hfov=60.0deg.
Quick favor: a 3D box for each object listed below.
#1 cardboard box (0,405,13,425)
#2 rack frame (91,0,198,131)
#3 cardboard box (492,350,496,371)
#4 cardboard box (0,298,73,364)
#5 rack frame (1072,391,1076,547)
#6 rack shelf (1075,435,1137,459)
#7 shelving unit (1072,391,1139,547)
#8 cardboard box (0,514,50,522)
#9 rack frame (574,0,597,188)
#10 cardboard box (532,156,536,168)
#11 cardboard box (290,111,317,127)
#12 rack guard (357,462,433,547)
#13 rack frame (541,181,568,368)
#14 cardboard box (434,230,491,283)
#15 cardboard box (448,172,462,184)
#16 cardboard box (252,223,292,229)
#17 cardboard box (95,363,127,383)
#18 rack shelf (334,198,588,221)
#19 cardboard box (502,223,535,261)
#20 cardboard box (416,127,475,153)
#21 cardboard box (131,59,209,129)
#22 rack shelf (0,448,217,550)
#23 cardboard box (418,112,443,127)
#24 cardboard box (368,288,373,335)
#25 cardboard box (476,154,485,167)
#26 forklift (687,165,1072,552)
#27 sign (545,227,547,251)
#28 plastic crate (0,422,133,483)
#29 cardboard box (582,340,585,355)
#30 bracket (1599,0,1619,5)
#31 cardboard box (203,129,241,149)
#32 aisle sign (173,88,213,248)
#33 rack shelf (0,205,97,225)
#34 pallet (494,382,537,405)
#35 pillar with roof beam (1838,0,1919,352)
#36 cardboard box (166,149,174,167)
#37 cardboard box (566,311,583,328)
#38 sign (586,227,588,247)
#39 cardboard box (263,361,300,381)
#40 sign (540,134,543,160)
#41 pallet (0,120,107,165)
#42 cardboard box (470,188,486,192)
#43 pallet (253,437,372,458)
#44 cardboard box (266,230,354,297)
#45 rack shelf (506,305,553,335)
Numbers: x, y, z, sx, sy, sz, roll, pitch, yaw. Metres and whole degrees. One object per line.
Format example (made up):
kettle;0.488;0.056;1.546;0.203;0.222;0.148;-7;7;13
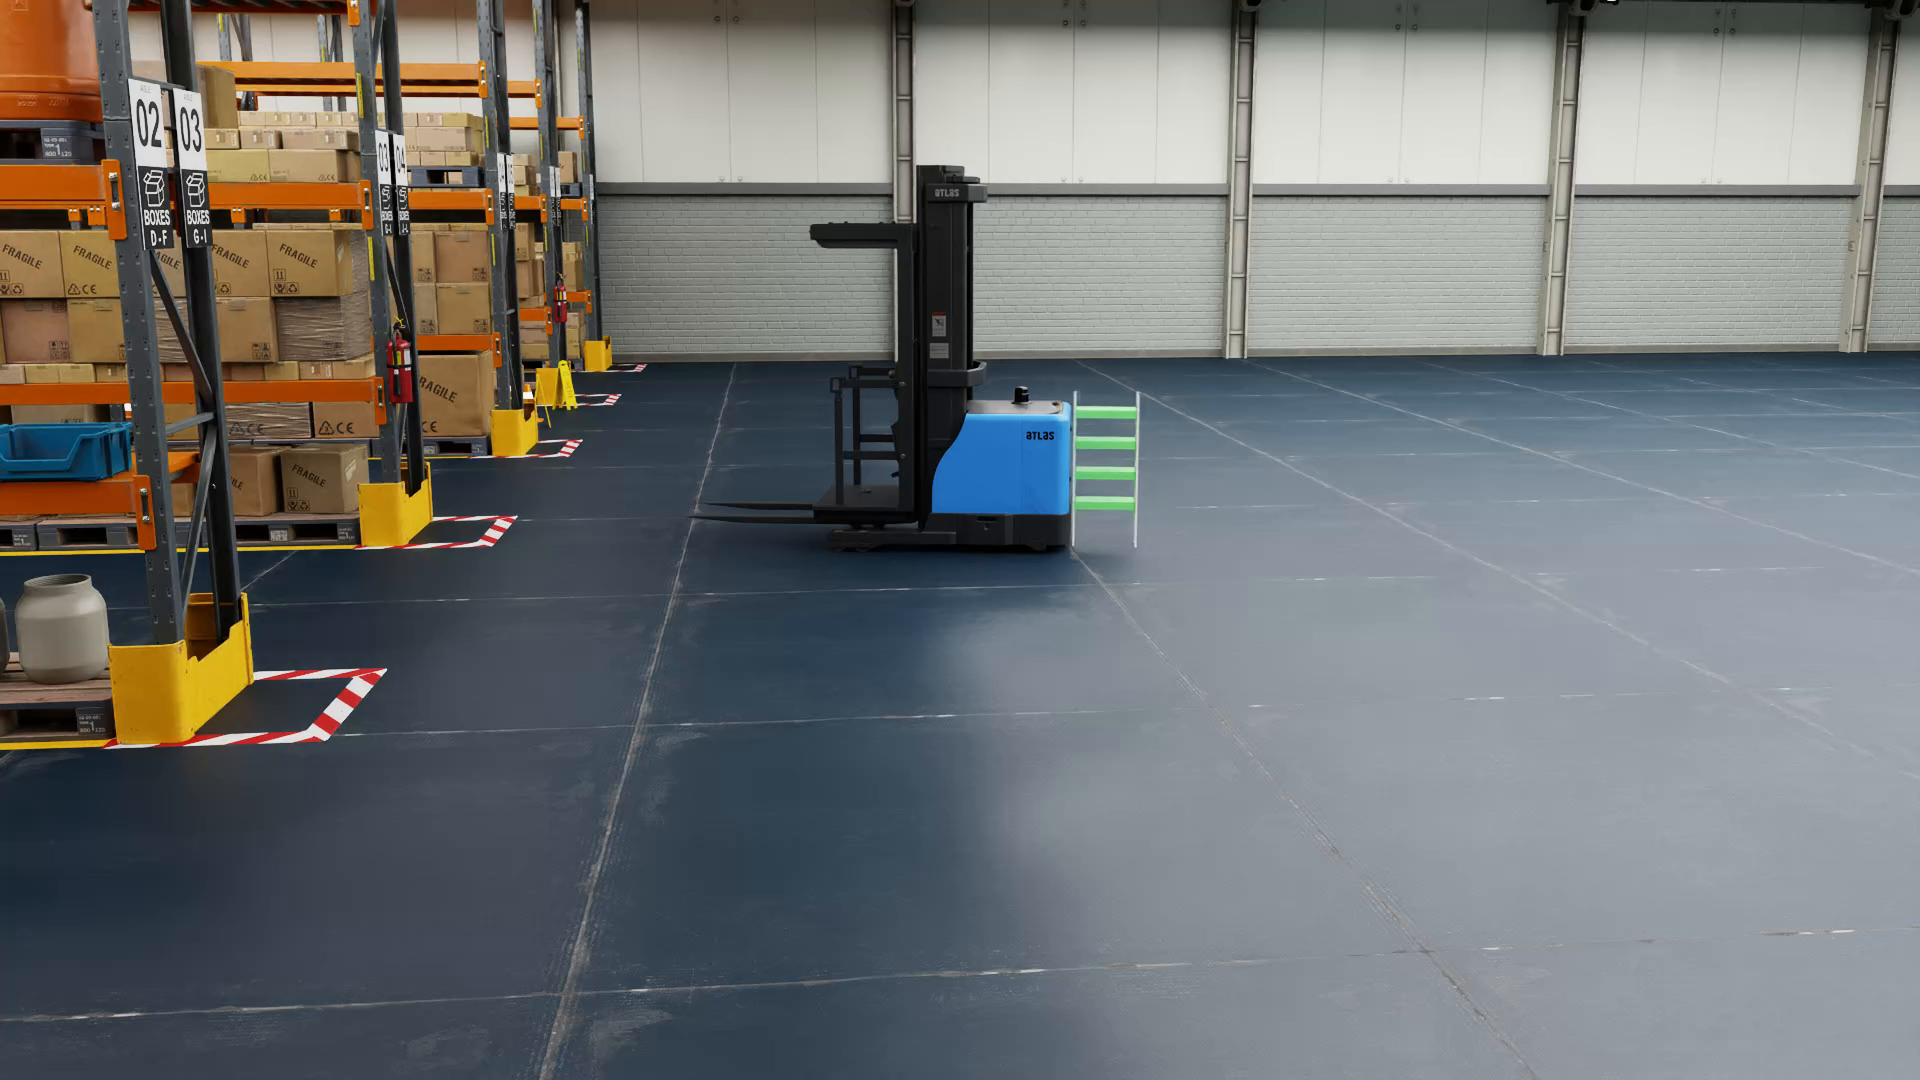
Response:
cardboard box;-10.519;-1.457;17.745;0.750;0.750;1.050;-1;11;-6
rack frame;-4.005;-3.528;7.985;0.127;3.000;1.000;-1;11;-6
cardboard box;-6.378;-2.593;22.875;0.500;0.500;0.500;-1;11;-6
cardboard box;-7.075;-1.677;13.090;0.500;0.500;0.875;-1;11;-6
rack frame;0.900;-0.560;13.107;0.015;1.200;0.240;1;11;4
rack shelf;1.143;-0.729;13.055;0.480;0.148;0.258;1;11;4
shelving unit;1.143;-0.557;13.089;0.503;1.200;0.258;1;11;4
cardboard box;-7.546;-0.444;13.243;0.500;0.500;0.500;2;11;12
rack frame;-6.150;-7.330;27.325;0.127;3.000;1.000;-1;11;-6
cardboard box;-5.985;-5.206;22.881;0.250;0.149;0.380;-1;11;-6
cardboard box;-6.790;-4.378;17.323;0.250;0.149;0.380;-1;11;-6
rack guard;-4.616;-0.306;13.628;0.348;0.500;1.175;-1;11;-6
rack frame;-5.610;-3.434;23.062;0.127;3.000;1.000;-1;11;-6
cardboard box;-5.348;-3.090;18.124;0.550;0.550;0.875;-1;11;-6
cardboard box;-6.592;-4.909;22.402;0.500;0.250;0.500;-1;11;-7
cardboard box;-9.126;-4.004;22.338;0.500;0.500;0.700;-1;11;-7
cardboard box;-6.537;-1.322;12.967;0.250;0.149;0.380;-1;11;-6
rack shelf;-8.138;-5.463;27.472;4.000;0.370;1.077;-1;11;-6
cardboard box;-6.094;-4.068;22.660;0.500;0.500;0.700;-1;11;-7
cardboard box;-5.432;-4.223;17.566;0.500;0.250;0.500;-1;11;-5
cardboard box;-6.054;-3.365;12.608;0.500;0.500;0.500;-1;11;-6
rack shelf;-5.993;-0.189;8.421;4.000;0.370;1.077;-1;11;-6
cardboard box;-5.522;-4.405;17.460;0.250;0.149;0.380;-1;11;-6
cardboard box;-6.454;-2.541;18.130;0.550;0.550;0.875;-1;11;-6
cardboard box;-5.351;-4.145;18.205;0.250;0.149;0.380;-1;11;-6
forklift;-0.629;-1.448;13.133;3.031;2.935;1.130;1;11;4
sign;-5.570;-4.051;22.376;0.005;0.325;0.100;-1;11;-6
plastic crate;-4.470;-0.443;8.233;0.616;0.251;0.499;-1;11;-6
cardboard box;-6.659;-3.270;28.267;0.500;0.250;0.500;-1;11;-6
bracket;11.406;-9.570;29.388;0.430;0.232;0.235;-1;11;-6
cardboard box;-5.561;-3.043;12.649;0.250;0.149;0.380;-1;11;-6
aisle sign;-3.965;-1.917;8.606;0.004;0.787;0.394;-1;11;-6
rack shelf;-10.940;-3.481;17.388;4.000;0.370;1.077;-1;11;-6
pallet;-6.497;-2.054;23.271;1.213;0.211;1.003;-1;11;-6
pillar with roof beam;17.385;-7.163;26.474;0.548;9.000;9.100;-1;11;-6
cardboard box;-5.998;-2.853;12.719;0.500;0.250;0.500;-1;11;-5
cardboard box;-6.574;-3.664;27.679;0.500;0.250;0.500;-1;11;-4
sign;-6.105;-4.966;27.238;0.005;0.325;0.100;-1;11;-6
cardboard box;-5.293;-1.345;13.085;0.250;0.149;0.380;-1;11;-6
sign;-5.570;-5.234;22.144;0.005;0.325;0.100;-1;11;-6
pallet;-4.838;-1.965;8.300;1.213;0.211;1.003;-1;11;-6
cardboard box;-6.446;-4.711;22.433;0.250;0.149;0.380;-1;11;-4
pallet;-6.972;-1.063;18.226;1.213;0.211;1.003;-1;11;-6
cardboard box;-5.060;-2.161;12.961;0.500;0.500;0.500;-1;11;-6
rack shelf;-7.598;-3.040;22.919;4.000;0.370;1.077;-1;11;-6
